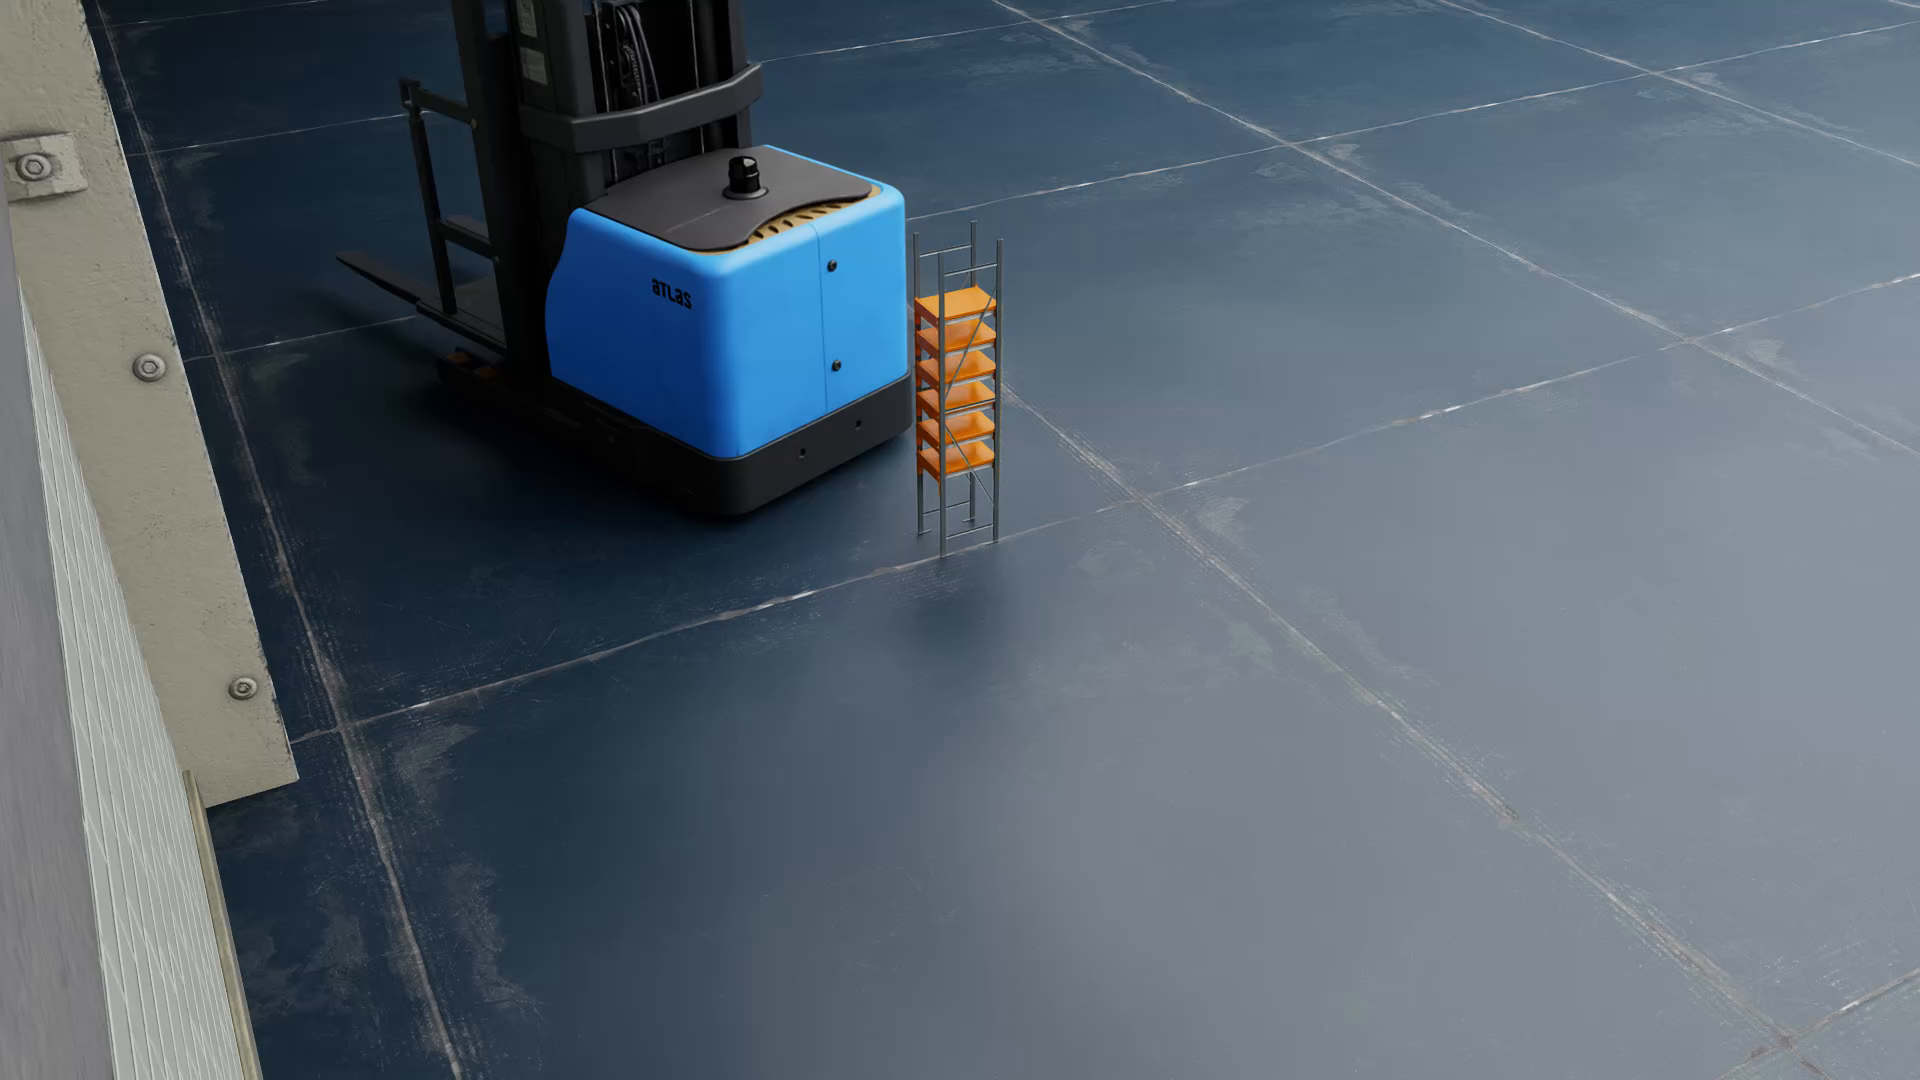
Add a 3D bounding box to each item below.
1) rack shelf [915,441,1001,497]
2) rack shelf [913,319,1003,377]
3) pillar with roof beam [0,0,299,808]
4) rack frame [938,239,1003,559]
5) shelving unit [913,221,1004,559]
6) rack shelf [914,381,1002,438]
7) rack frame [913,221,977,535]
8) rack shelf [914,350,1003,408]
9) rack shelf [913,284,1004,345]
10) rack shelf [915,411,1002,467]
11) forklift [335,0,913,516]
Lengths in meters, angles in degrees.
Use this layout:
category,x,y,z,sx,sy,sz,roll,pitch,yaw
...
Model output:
category,x,y,z,sx,sy,sz,roll,pitch,yaw
rack shelf,-0.007,-0.273,6.046,0.258,0.103,0.180,-16,36,-23
rack shelf,-0.007,-0.677,5.787,0.258,0.103,0.180,-16,36,-23
pillar with roof beam,1.568,-4.197,4.414,9.100,9.000,0.400,-16,36,-23
rack frame,0.036,-0.468,5.824,0.240,1.200,0.006,-16,36,-23
shelving unit,-0.007,-0.512,5.892,0.258,1.200,0.189,-16,36,-23
rack shelf,-0.007,-0.475,5.916,0.258,0.103,0.180,-16,36,-23
rack frame,-0.049,-0.556,5.960,0.240,1.200,0.006,-16,36,-23
rack shelf,-0.007,-0.576,5.851,0.258,0.103,0.180,-16,36,-23
rack shelf,-0.007,-0.778,5.722,0.258,0.103,0.180,-16,36,-23
rack shelf,-0.007,-0.374,5.981,0.258,0.103,0.180,-16,36,-23
forklift,-1.628,-1.996,6.604,3.031,2.935,1.130,26,41,34
